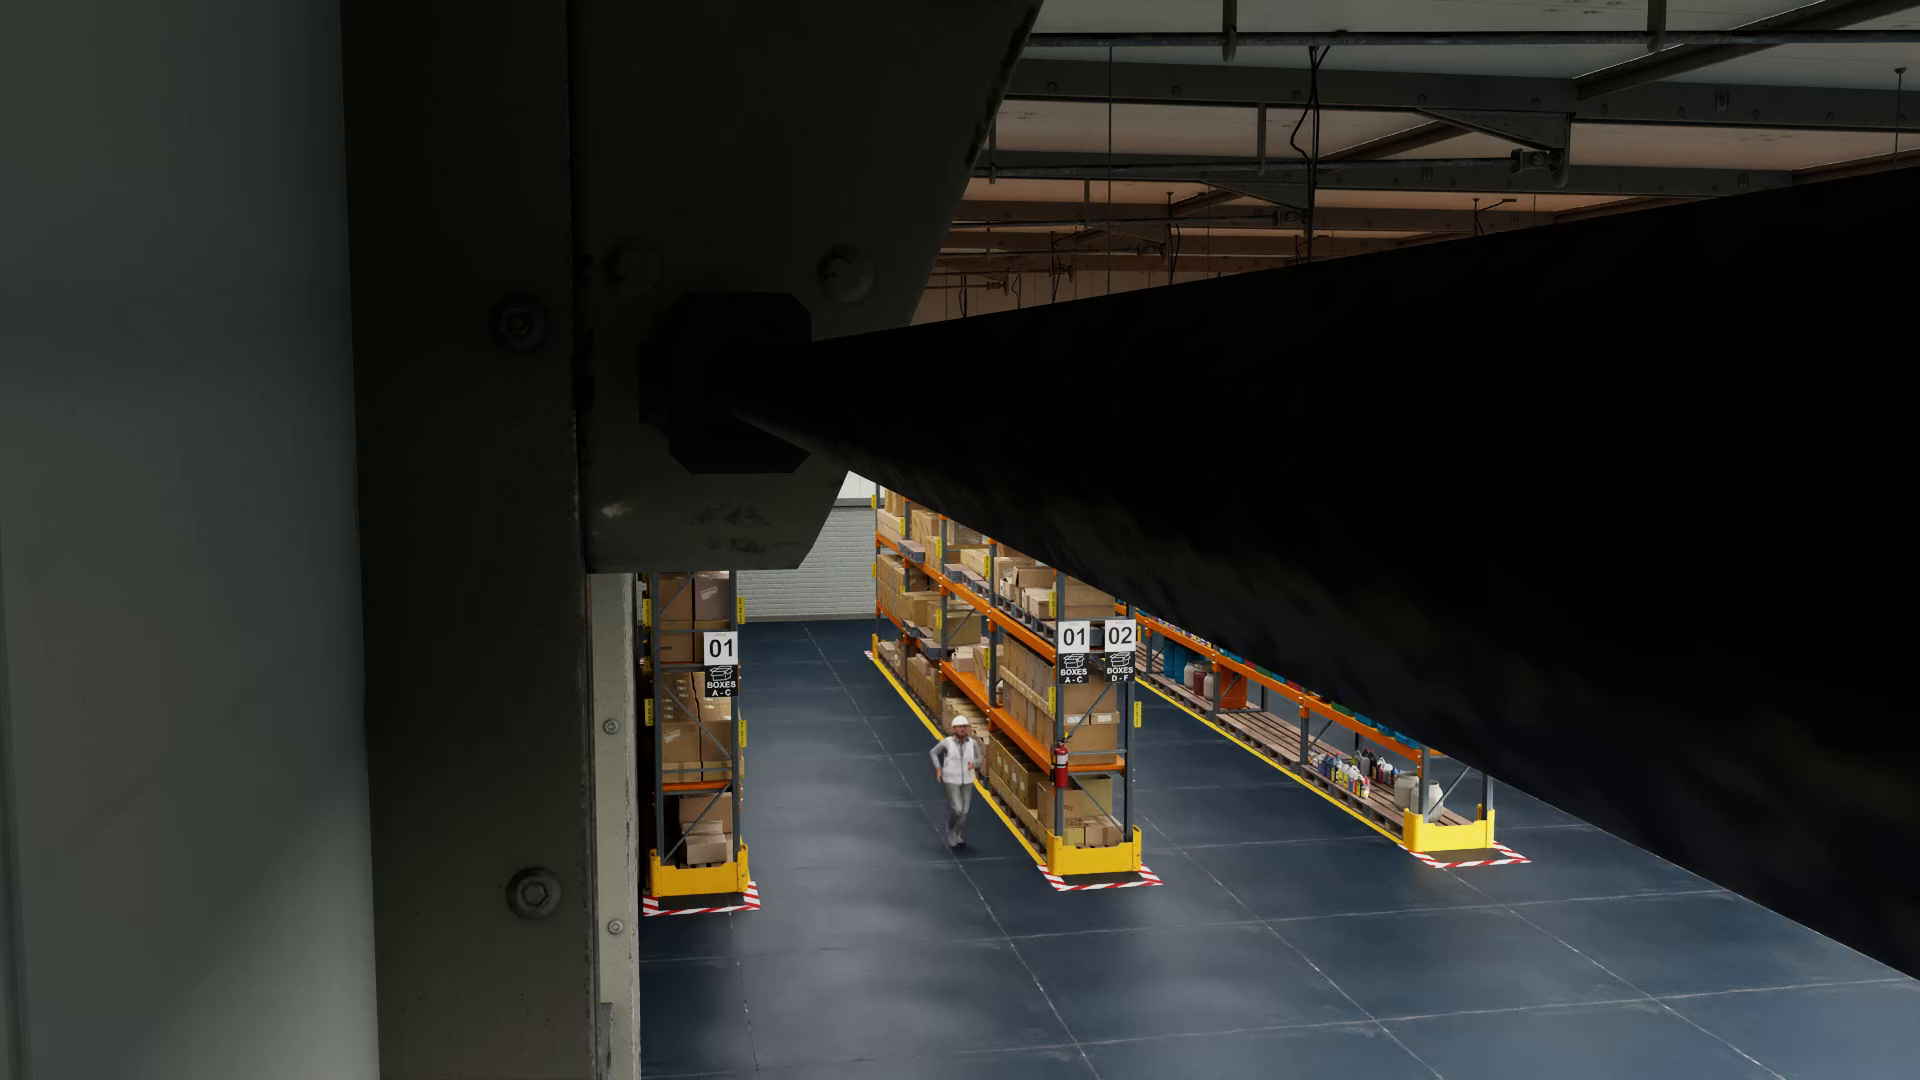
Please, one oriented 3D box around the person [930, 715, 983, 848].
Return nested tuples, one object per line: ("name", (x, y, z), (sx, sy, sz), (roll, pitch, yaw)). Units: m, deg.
("person", (-0.008, 3.194, 21.981), (0.644, 1.751, 0.642), (-2, 6, -20))
